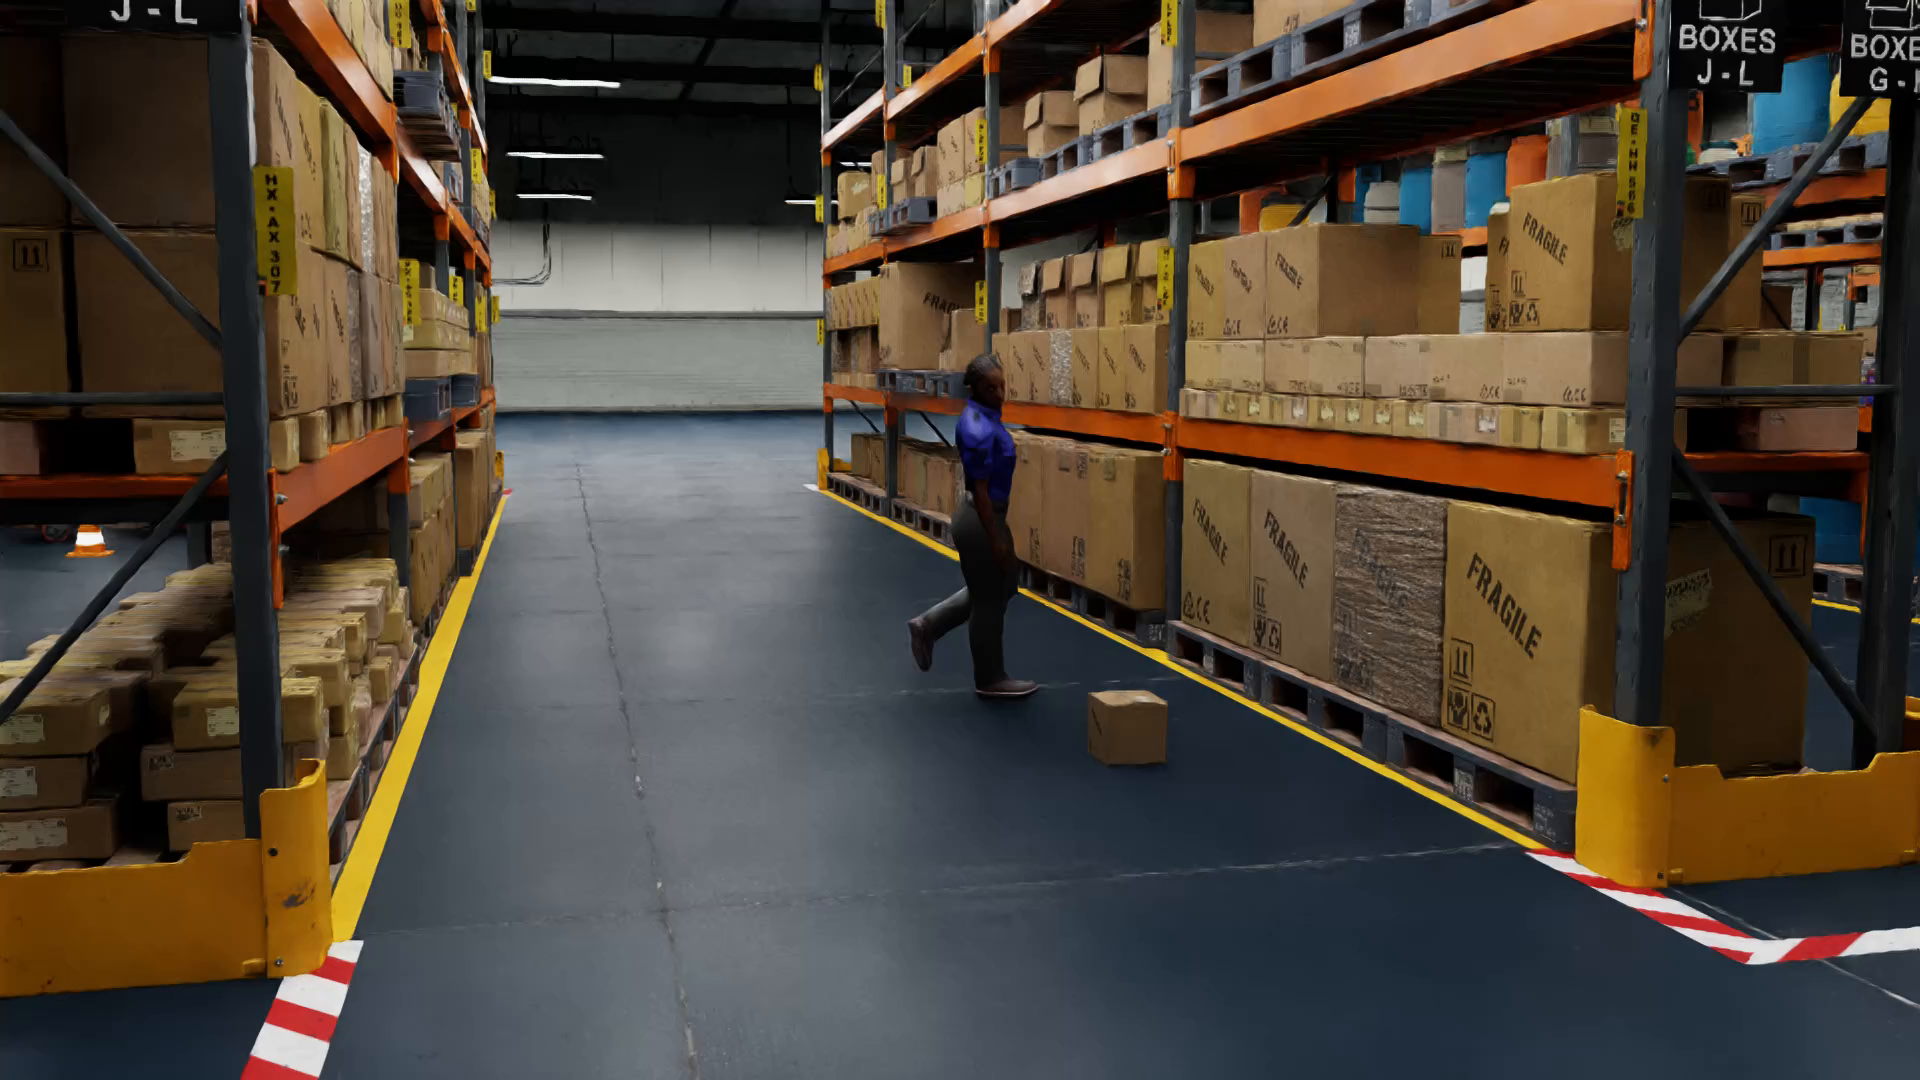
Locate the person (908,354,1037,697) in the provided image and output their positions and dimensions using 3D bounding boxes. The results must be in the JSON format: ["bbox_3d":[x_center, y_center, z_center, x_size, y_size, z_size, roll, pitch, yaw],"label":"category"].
[{"bbox_3d":[0.066,-0.041,7.692,0.613,1.599,0.563,0,6,-2],"label":"person"}]
